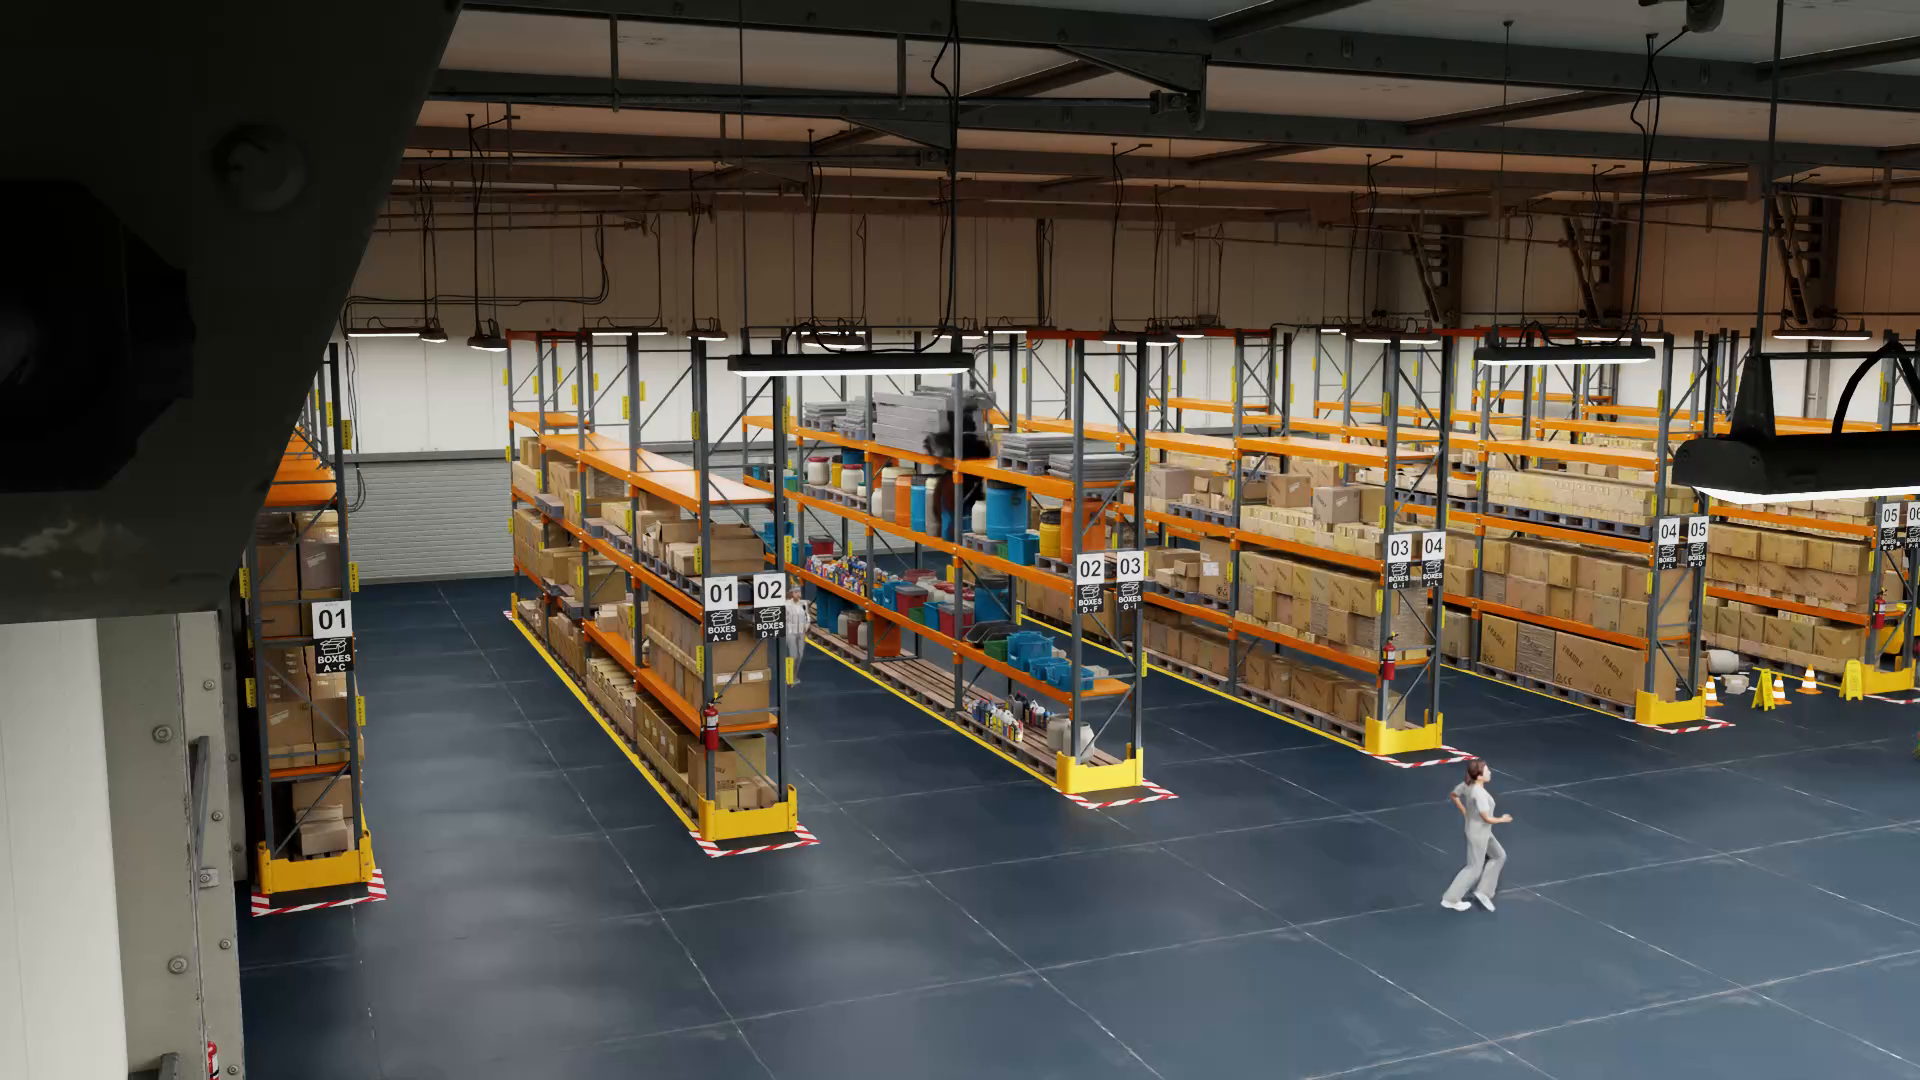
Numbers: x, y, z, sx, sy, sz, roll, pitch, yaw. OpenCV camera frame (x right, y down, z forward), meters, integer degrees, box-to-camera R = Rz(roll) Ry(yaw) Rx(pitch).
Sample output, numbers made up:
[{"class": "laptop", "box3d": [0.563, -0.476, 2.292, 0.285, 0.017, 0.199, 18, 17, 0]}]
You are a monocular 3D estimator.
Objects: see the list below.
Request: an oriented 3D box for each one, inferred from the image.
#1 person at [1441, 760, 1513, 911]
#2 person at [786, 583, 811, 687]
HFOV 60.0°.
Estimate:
[{"class": "person", "box3d": [5.477, 3.141, 17.628, 0.709, 1.675, 0.571, 0, 8, 4]}, {"class": "person", "box3d": [-2.693, 1.564, 27.173, 0.581, 1.731, 0.507, -5, 9, -30]}]
